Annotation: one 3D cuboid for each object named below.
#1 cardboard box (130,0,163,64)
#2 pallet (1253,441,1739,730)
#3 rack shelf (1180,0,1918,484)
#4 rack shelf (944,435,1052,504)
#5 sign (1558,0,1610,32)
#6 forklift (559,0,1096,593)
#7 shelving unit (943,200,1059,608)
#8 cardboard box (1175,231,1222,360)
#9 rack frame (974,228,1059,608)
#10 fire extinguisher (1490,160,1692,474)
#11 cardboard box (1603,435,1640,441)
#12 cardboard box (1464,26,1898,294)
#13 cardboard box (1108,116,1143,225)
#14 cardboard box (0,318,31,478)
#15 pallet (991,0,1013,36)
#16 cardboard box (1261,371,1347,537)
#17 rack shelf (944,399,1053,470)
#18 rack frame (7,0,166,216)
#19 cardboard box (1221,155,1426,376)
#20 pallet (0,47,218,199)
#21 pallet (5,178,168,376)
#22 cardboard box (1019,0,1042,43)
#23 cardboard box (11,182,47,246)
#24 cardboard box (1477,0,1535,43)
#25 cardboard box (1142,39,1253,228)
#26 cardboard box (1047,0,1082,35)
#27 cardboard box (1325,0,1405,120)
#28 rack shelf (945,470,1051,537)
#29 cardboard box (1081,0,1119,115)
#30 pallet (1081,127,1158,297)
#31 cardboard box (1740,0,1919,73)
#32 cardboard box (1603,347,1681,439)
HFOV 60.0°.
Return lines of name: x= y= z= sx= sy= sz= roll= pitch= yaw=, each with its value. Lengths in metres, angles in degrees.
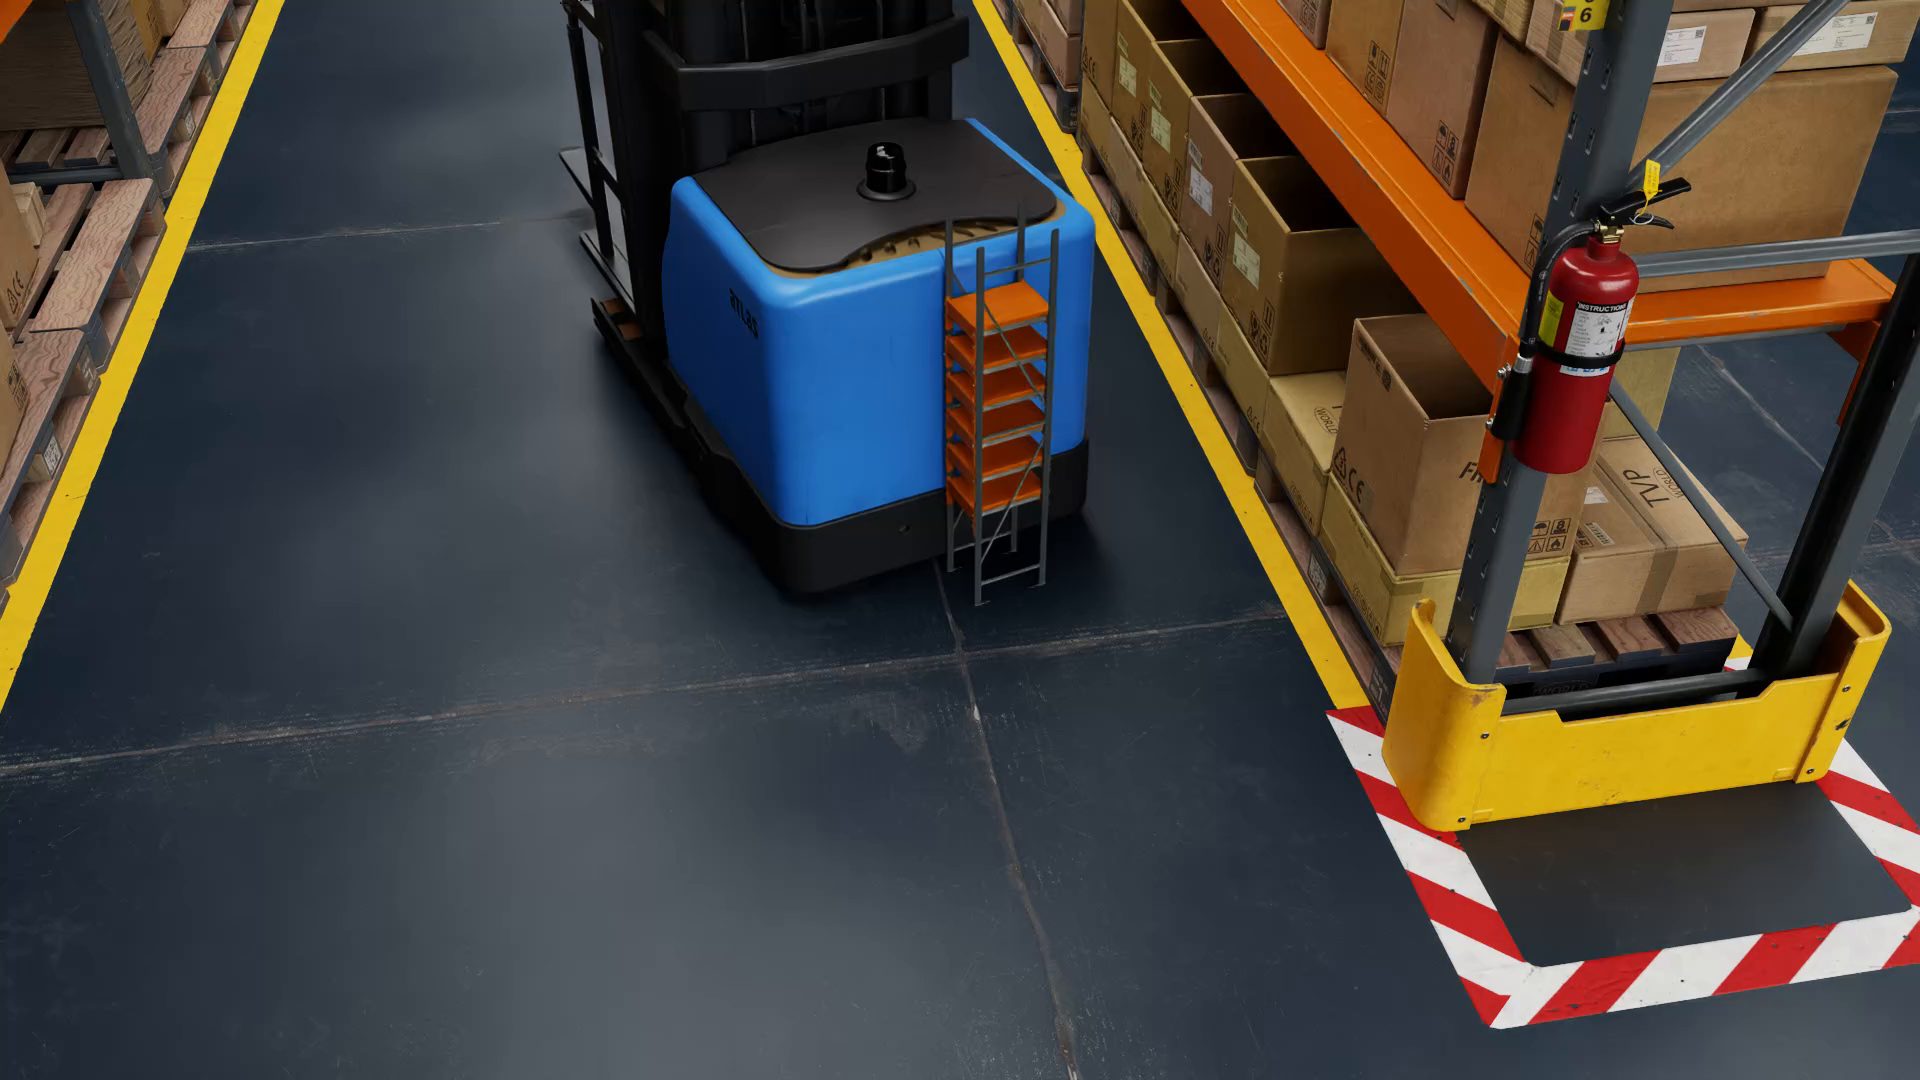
cardboard box: x=-4.131 y=-2.425 z=7.605 sx=0.700 sy=0.500 sz=0.500 roll=-7 pitch=38 yaw=-9
pallet: x=1.557 y=0.036 z=5.032 sx=1.003 sy=0.211 sz=1.213 roll=-6 pitch=38 yaw=-8
rack shelf: x=1.381 y=-1.532 z=5.363 sx=1.077 sy=0.370 sz=4.000 roll=-6 pitch=38 yaw=-8
rack shelf: x=0.110 y=-0.226 z=4.830 sx=0.258 sy=0.103 sz=0.180 roll=-17 pitch=41 yaw=-21
sign: x=1.195 y=-1.109 z=3.095 sx=0.100 sy=0.325 sz=0.005 roll=-6 pitch=38 yaw=-8
forklift: x=-0.709 y=-1.895 z=5.301 sx=1.130 sy=2.935 sz=3.031 roll=-17 pitch=41 yaw=-21
shelving unit: x=0.110 y=-0.355 z=4.730 sx=0.258 sy=1.200 sz=0.189 roll=-17 pitch=41 yaw=-21
cardboard box: x=1.072 y=-0.885 z=5.843 sx=0.500 sy=0.250 sz=0.500 roll=-6 pitch=38 yaw=-8
rack frame: x=0.151 y=-0.305 z=4.665 sx=0.240 sy=1.200 sz=0.006 roll=-17 pitch=41 yaw=-21
fire extinguisher: x=1.295 y=-0.456 z=3.455 sx=0.296 sy=0.674 sz=0.183 roll=-6 pitch=38 yaw=-8
cardboard box: x=1.766 y=-0.337 z=5.138 sx=0.500 sy=0.250 sz=0.500 roll=-6 pitch=38 yaw=-8
cardboard box: x=1.663 y=-0.931 z=3.922 sx=0.700 sy=0.500 sz=0.500 roll=-6 pitch=38 yaw=-8
cardboard box: x=0.896 y=-1.489 z=6.620 sx=0.500 sy=0.250 sz=0.500 roll=-6 pitch=38 yaw=-8
cardboard box: x=-3.356 y=-0.480 z=5.102 sx=0.700 sy=0.500 sz=0.500 roll=-9 pitch=39 yaw=-11
pallet: x=0.646 y=-3.102 z=9.071 sx=1.003 sy=0.211 sz=1.213 roll=-6 pitch=38 yaw=-8
cardboard box: x=1.248 y=-0.281 z=5.065 sx=0.500 sy=0.250 sz=0.500 roll=-6 pitch=38 yaw=-8
rack shelf: x=0.110 y=-0.320 z=4.757 sx=0.258 sy=0.103 sz=0.180 roll=-17 pitch=41 yaw=-21
rack frame: x=-3.846 y=-2.489 z=6.009 sx=1.000 sy=3.000 sz=0.127 roll=-6 pitch=38 yaw=-8
cardboard box: x=1.155 y=-0.878 z=5.223 sx=0.500 sy=0.500 sz=0.500 roll=-6 pitch=38 yaw=-8
pallet: x=-3.983 y=-1.858 z=7.469 sx=1.003 sy=0.211 sz=1.213 roll=-6 pitch=38 yaw=-8
pallet: x=-3.693 y=-0.986 z=6.347 sx=1.003 sy=0.211 sz=1.213 roll=-6 pitch=38 yaw=-8
cardboard box: x=0.586 y=-2.629 z=8.088 sx=0.500 sy=0.250 sz=0.500 roll=-7 pitch=38 yaw=-9
cardboard box: x=-3.722 y=-1.224 z=6.331 sx=0.380 sy=0.166 sz=0.250 roll=-11 pitch=39 yaw=-14
cardboard box: x=1.430 y=-1.272 z=3.832 sx=0.380 sy=0.149 sz=0.250 roll=-5 pitch=38 yaw=-7
cardboard box: x=0.979 y=-1.482 z=6.001 sx=0.500 sy=0.500 sz=0.500 roll=-6 pitch=38 yaw=-8
cardboard box: x=0.678 y=-2.539 z=7.515 sx=0.500 sy=0.311 sz=0.500 roll=-6 pitch=38 yaw=-8
cardboard box: x=1.485 y=-1.548 z=4.716 sx=0.700 sy=0.500 sz=0.500 roll=-6 pitch=38 yaw=-8
rack shelf: x=0.110 y=-0.131 z=4.904 sx=0.258 sy=0.103 sz=0.180 roll=-17 pitch=41 yaw=-21
cardboard box: x=0.804 y=-2.086 z=6.778 sx=0.500 sy=0.500 sz=0.500 roll=-6 pitch=38 yaw=-8
pallet: x=1.129 y=-1.438 z=6.929 sx=1.003 sy=0.211 sz=1.213 roll=-6 pitch=38 yaw=-8
cardboard box: x=1.875 y=-1.164 z=3.693 sx=0.380 sy=0.149 sz=0.250 roll=-6 pitch=38 yaw=-8
cardboard box: x=1.767 y=-0.634 z=4.908 sx=0.500 sy=0.500 sz=0.500 roll=-6 pitch=38 yaw=-8
